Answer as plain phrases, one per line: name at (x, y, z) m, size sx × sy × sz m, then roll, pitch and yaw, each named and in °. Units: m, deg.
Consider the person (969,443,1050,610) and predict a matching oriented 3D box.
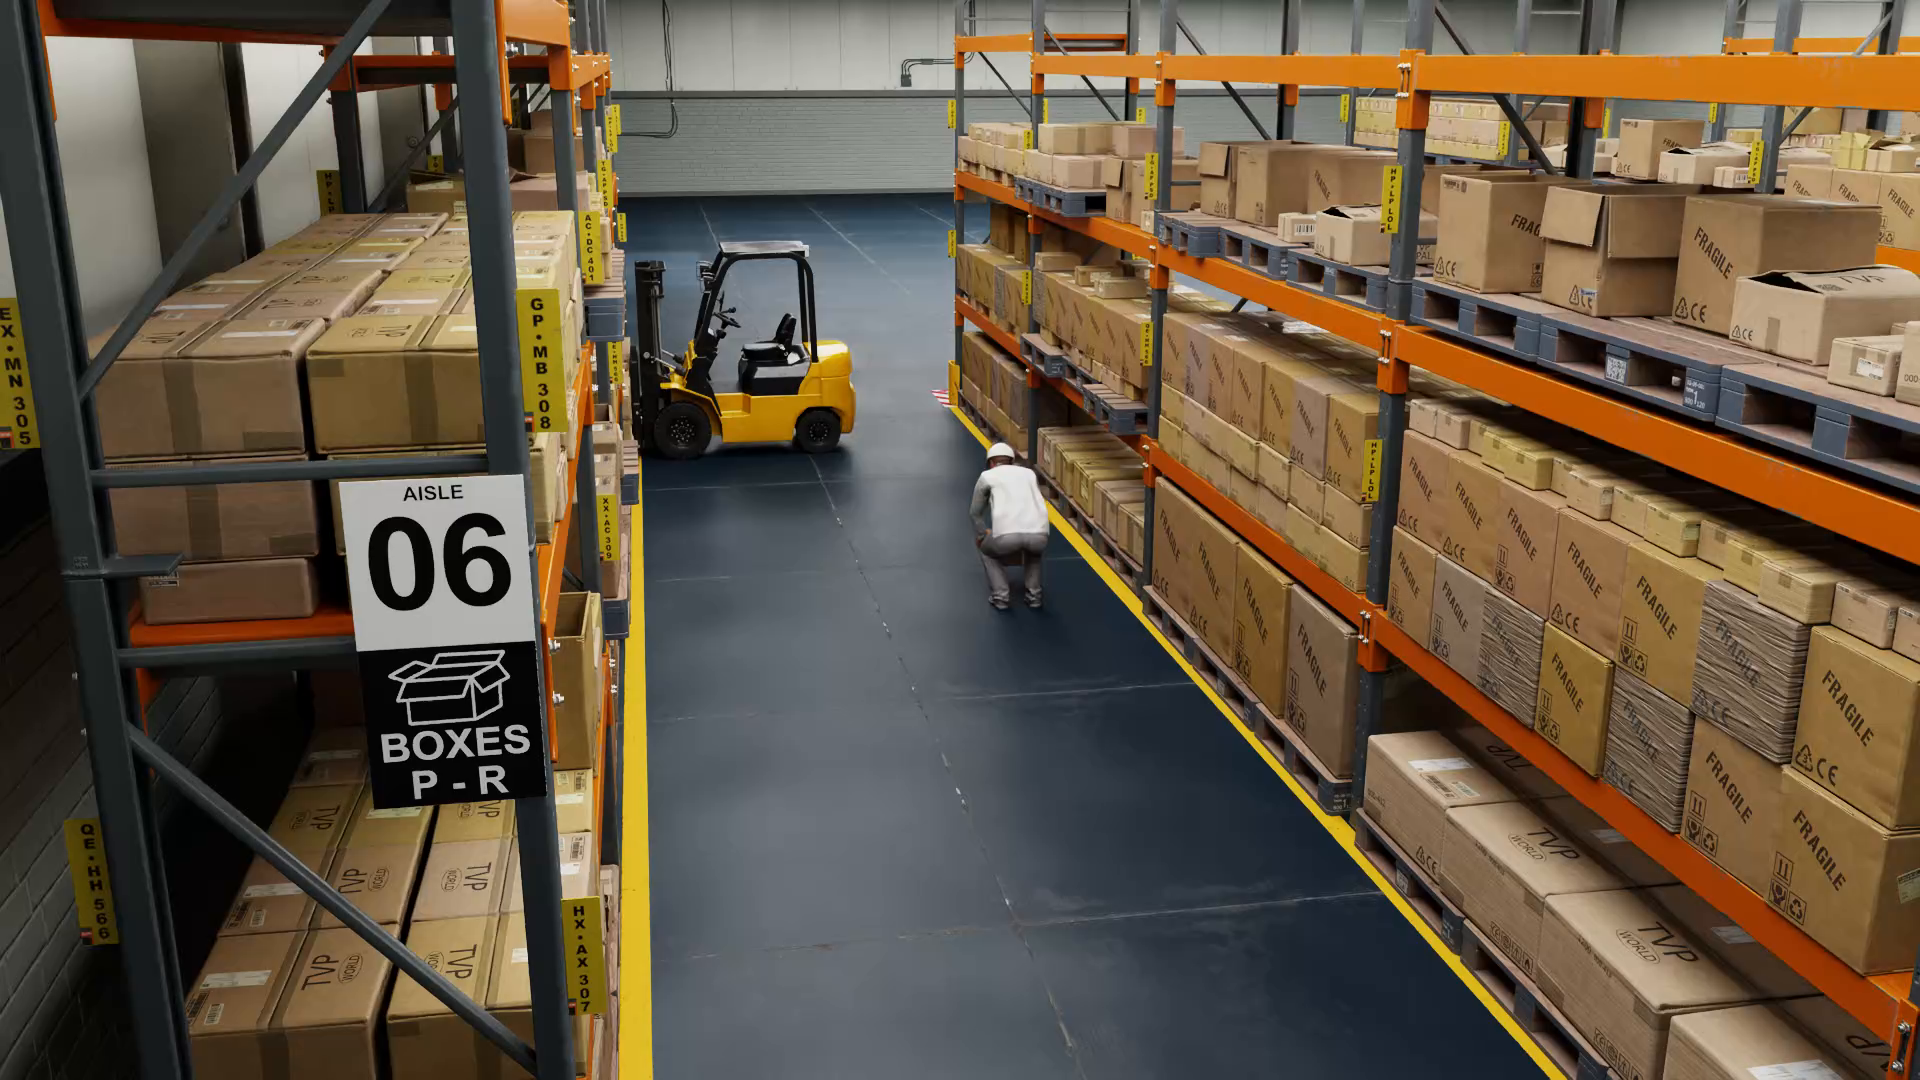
person at (0.379, -0.100, 12.869) m, size 0.570 × 1.196 × 0.850 m, roll -2°, pitch 16°, yaw -9°
